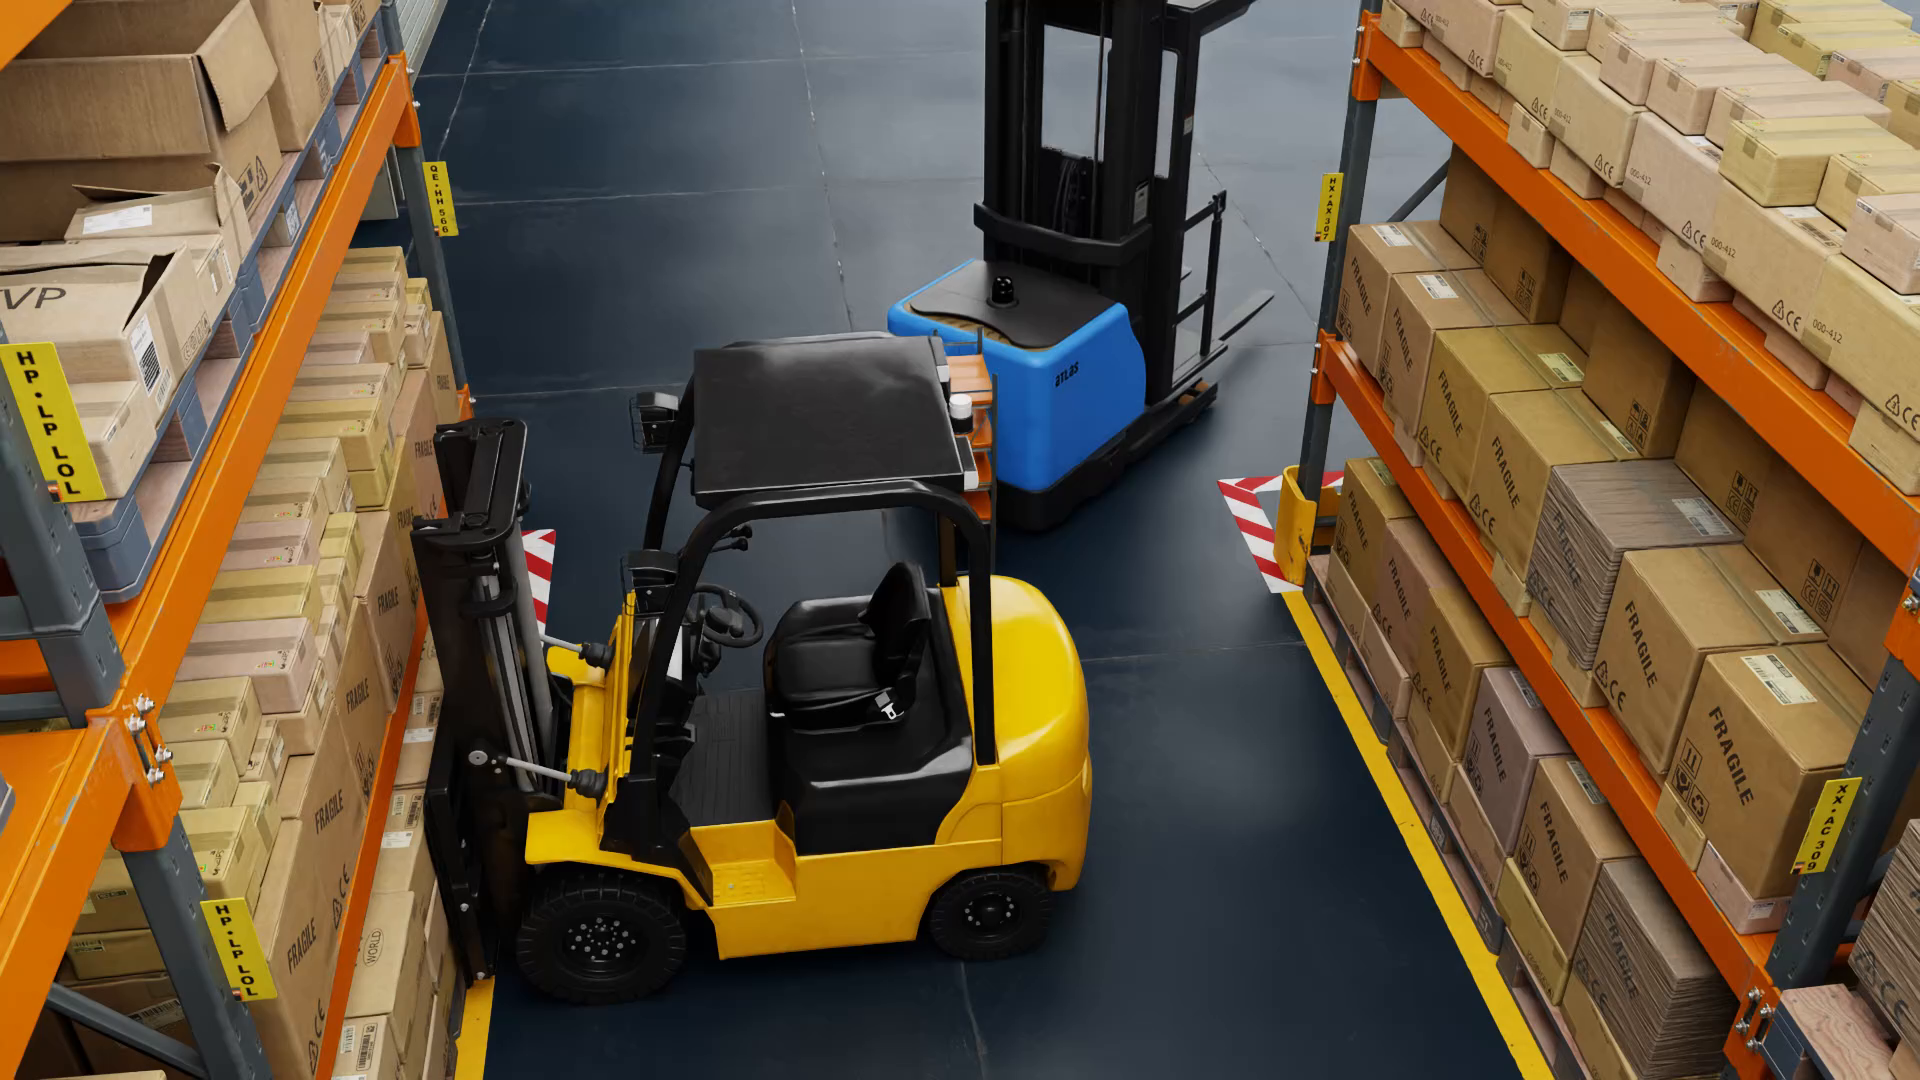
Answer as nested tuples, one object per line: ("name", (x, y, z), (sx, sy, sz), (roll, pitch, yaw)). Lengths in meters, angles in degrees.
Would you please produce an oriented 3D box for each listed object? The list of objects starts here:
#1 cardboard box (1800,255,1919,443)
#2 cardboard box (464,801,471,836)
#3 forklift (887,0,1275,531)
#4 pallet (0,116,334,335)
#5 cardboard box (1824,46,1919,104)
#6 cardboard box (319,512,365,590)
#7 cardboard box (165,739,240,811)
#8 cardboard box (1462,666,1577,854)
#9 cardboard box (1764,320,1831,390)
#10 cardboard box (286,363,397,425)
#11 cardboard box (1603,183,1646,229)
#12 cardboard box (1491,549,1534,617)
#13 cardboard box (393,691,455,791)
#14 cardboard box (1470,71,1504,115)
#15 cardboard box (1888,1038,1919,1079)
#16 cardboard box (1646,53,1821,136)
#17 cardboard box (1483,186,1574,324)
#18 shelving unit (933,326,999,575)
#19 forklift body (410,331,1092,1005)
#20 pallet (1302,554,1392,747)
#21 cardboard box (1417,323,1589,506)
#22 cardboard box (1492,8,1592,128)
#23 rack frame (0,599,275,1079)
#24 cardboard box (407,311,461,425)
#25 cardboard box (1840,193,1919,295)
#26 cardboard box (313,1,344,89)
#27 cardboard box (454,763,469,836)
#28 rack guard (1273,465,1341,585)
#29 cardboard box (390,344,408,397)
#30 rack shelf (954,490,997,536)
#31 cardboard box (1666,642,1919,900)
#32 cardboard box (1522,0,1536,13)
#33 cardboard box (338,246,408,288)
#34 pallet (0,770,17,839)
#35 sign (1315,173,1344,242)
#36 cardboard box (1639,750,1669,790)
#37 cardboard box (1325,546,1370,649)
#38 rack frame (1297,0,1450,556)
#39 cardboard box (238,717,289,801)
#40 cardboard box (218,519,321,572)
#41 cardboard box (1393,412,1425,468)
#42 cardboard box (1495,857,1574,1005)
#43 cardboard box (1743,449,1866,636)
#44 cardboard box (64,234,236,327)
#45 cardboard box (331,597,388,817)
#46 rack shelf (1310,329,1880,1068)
("cardboard box", (2.422, -0.483, 4.000), (0.500, 0.250, 0.500), (-5, 35, -7))
("cardboard box", (-2.123, 1.238, 6.339), (0.500, 0.250, 0.500), (-3, 34, -5))
("forklift", (0.873, -2.040, 9.140), (1.130, 2.935, 3.031), (22, 40, 29))
("pallet", (-2.471, -0.934, 4.871), (1.003, 0.211, 1.213), (-4, 35, -6))
("cardboard box", (2.800, -1.344, 4.910), (0.380, 0.149, 0.250), (-5, 35, -7))
("cardboard box", (-2.140, 0.051, 5.347), (0.380, 0.149, 0.250), (-5, 35, -7))
("cardboard box", (-2.061, 0.652, 4.201), (0.380, 0.149, 0.250), (-4, 34, -6))
("cardboard box", (2.263, 0.819, 6.287), (0.500, 0.500, 0.500), (-3, 34, -4))
("cardboard box", (2.399, -0.533, 4.427), (0.380, 0.149, 0.250), (-4, 34, -6))
("cardboard box", (-2.220, -0.497, 5.887), (0.380, 0.149, 0.250), (-4, 34, -5))
("cardboard box", (2.290, -1.114, 5.281), (0.380, 0.149, 0.250), (-5, 35, -7))
("cardboard box", (2.188, 0.140, 6.105), (0.380, 0.149, 0.250), (-4, 34, -6))
("cardboard box", (-2.124, 0.822, 6.061), (0.500, 0.250, 0.500), (-5, 35, -7))
("cardboard box", (2.117, -1.687, 6.121), (0.380, 0.149, 0.250), (-5, 35, -7))
("cardboard box", (2.510, 1.307, 4.018), (0.380, 0.149, 0.250), (-4, 34, -6))
("cardboard box", (2.248, -1.300, 4.845), (0.380, 0.149, 0.250), (-4, 34, -6))
("cardboard box", (2.556, -1.213, 6.626), (0.700, 0.500, 0.500), (-4, 34, -6))
("shelving unit", (0.022, -0.403, 8.277), (0.258, 1.200, 0.503), (-4, 35, -6))
("forklift body", (-0.645, 0.461, 6.163), (2.313, 2.155, 1.214), (-4, 35, -6))
("pallet", (2.295, 0.463, 7.883), (1.003, 0.211, 1.213), (-4, 35, -6))
("cardboard box", (2.142, -0.493, 6.458), (0.500, 0.500, 0.500), (-5, 35, -7))
("cardboard box", (2.166, -1.619, 5.668), (0.500, 0.250, 0.500), (-3, 34, -5))
("rack frame", (-2.170, 1.423, 3.999), (1.000, 3.000, 0.127), (-4, 35, -6))
("cardboard box", (-2.381, -0.596, 6.872), (0.500, 0.500, 0.500), (-5, 35, -7))
("cardboard box", (2.378, -0.720, 3.995), (0.380, 0.149, 0.250), (-5, 35, -8))
("cardboard box", (-2.261, -1.627, 5.469), (0.396, 0.266, 0.258), (-4, 35, -6))
("cardboard box", (-2.122, 1.041, 6.183), (0.500, 0.250, 0.500), (-4, 35, -7))
("rack guard", (2.221, -0.112, 8.471), (1.175, 0.500, 0.348), (-4, 35, -6))
("cardboard box", (-2.345, -0.657, 6.385), (0.380, 0.149, 0.250), (-4, 34, -5))
("rack shelf", (0.022, -0.184, 8.426), (0.258, 0.148, 0.480), (-4, 35, -6))
("cardboard box", (2.442, 0.651, 4.778), (0.500, 0.500, 0.500), (-5, 35, -8))
("cardboard box", (2.166, -1.879, 5.695), (0.380, 0.149, 0.250), (-5, 35, -7))
("cardboard box", (-2.451, -1.058, 6.710), (0.380, 0.149, 0.250), (-4, 35, -6))
("pallet", (-2.038, 0.753, 2.487), (0.805, 0.209, 1.217), (-6, 35, -8))
("sign", (1.673, -1.504, 7.525), (0.100, 0.325, 0.005), (-4, 35, -6))
("cardboard box", (2.405, 0.702, 5.279), (0.380, 0.149, 0.250), (-4, 34, -6))
("cardboard box", (2.045, 0.246, 7.794), (0.500, 0.250, 0.500), (-5, 35, -7))
("rack frame", (2.210, -1.188, 7.829), (1.000, 3.000, 0.127), (-4, 35, -6))
("cardboard box", (-2.051, 0.628, 4.500), (0.380, 0.149, 0.250), (-4, 35, -6))
("cardboard box", (-2.170, 0.077, 5.044), (0.380, 0.149, 0.250), (-5, 35, -7))
("cardboard box", (2.043, -0.439, 6.954), (0.380, 0.149, 0.250), (-4, 34, -6))
("cardboard box", (2.321, 1.401, 6.099), (0.500, 0.250, 0.500), (-5, 35, -8))
("cardboard box", (2.857, -0.081, 4.965), (0.700, 0.500, 0.500), (-4, 34, -6))
("cardboard box", (-2.032, -0.630, 4.109), (0.380, 0.149, 0.250), (-3, 34, -5))
("cardboard box", (-2.126, 0.542, 5.202), (0.500, 0.500, 0.500), (-5, 35, -7))
("rack shelf", (2.479, 0.226, 6.394), (1.077, 0.370, 4.000), (-4, 35, -6))
